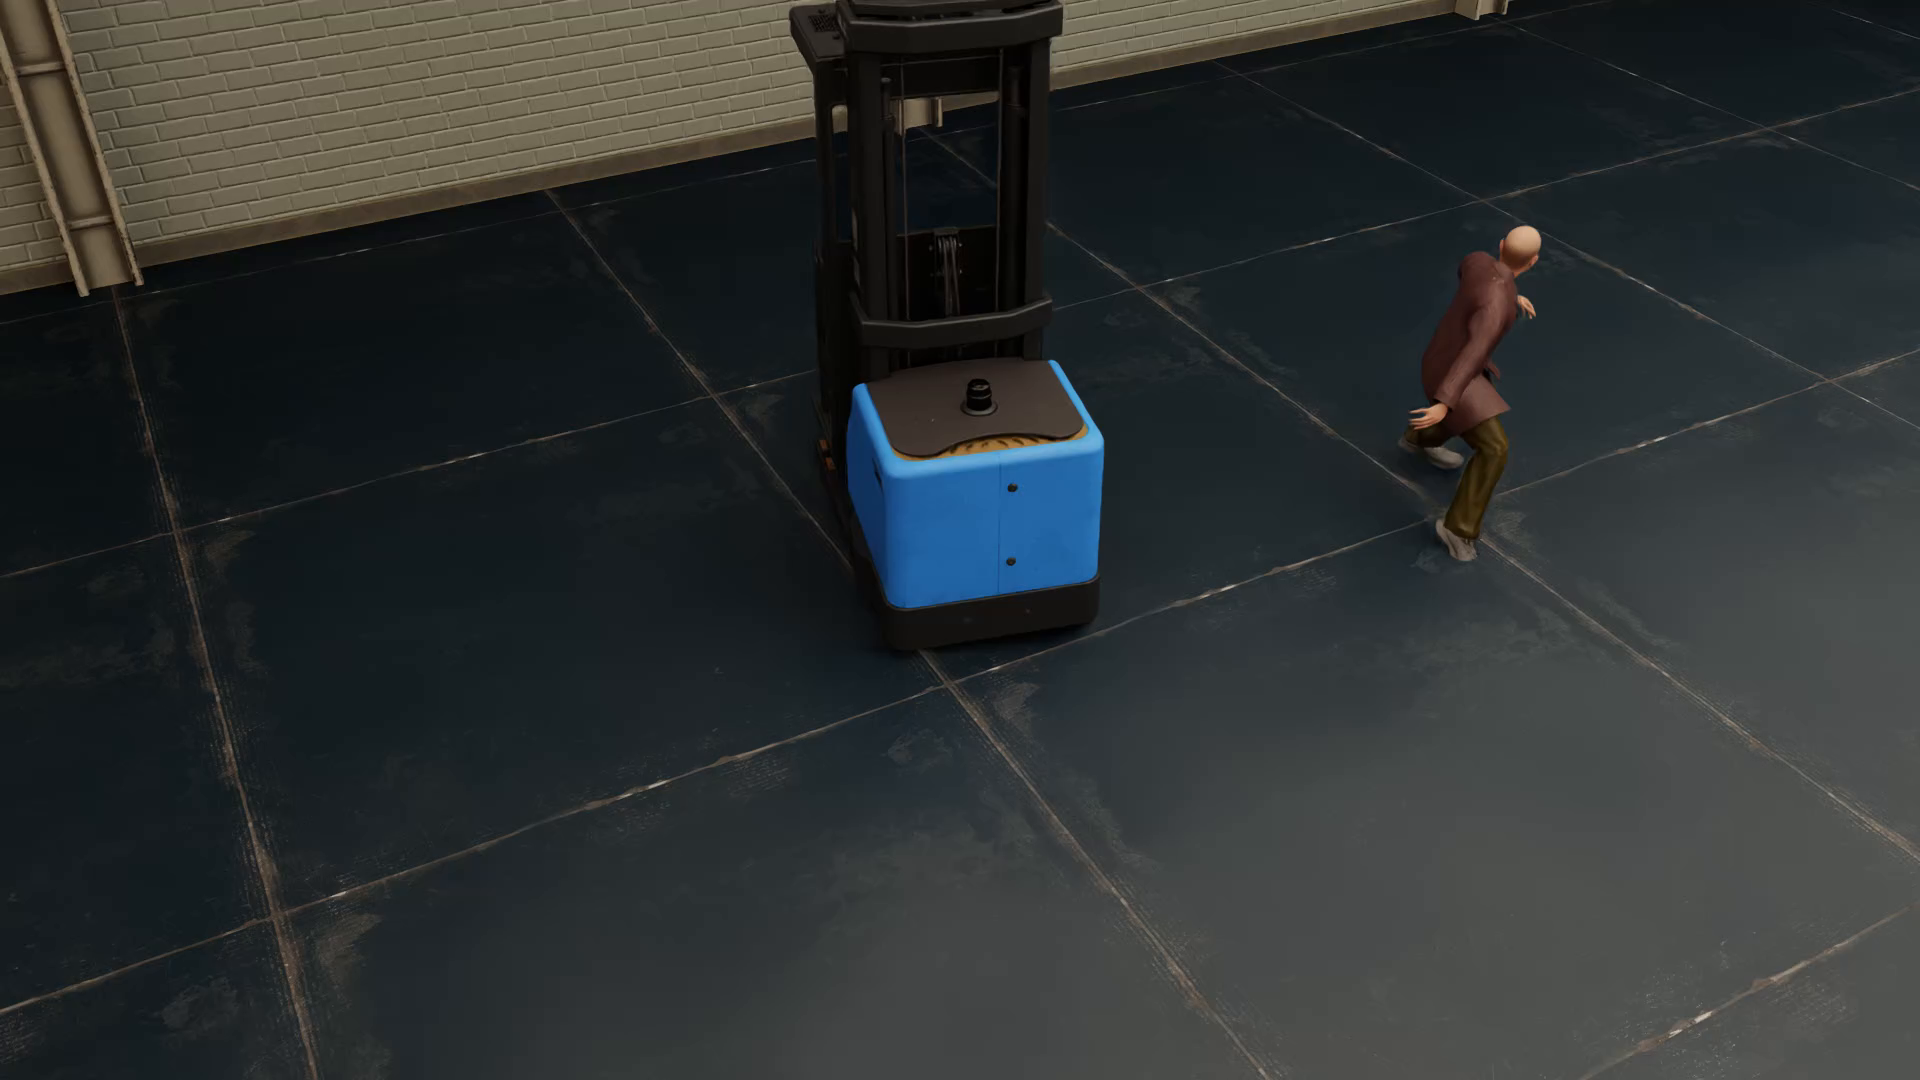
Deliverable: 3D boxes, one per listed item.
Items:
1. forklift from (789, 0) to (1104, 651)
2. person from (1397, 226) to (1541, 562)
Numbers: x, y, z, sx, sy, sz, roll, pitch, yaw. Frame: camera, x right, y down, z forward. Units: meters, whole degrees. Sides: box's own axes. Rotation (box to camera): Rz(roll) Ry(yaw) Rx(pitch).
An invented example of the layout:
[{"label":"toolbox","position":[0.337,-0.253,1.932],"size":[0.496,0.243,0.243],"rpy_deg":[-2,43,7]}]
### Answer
[{"label":"forklift","position":[-0.187,-1.526,8.282],"size":[1.130,2.935,3.031],"rpy_deg":[-8,36,-11]},{"label":"person","position":[2.601,-0.780,8.475],"size":[0.614,1.731,1.118],"rpy_deg":[8,36,11]}]
